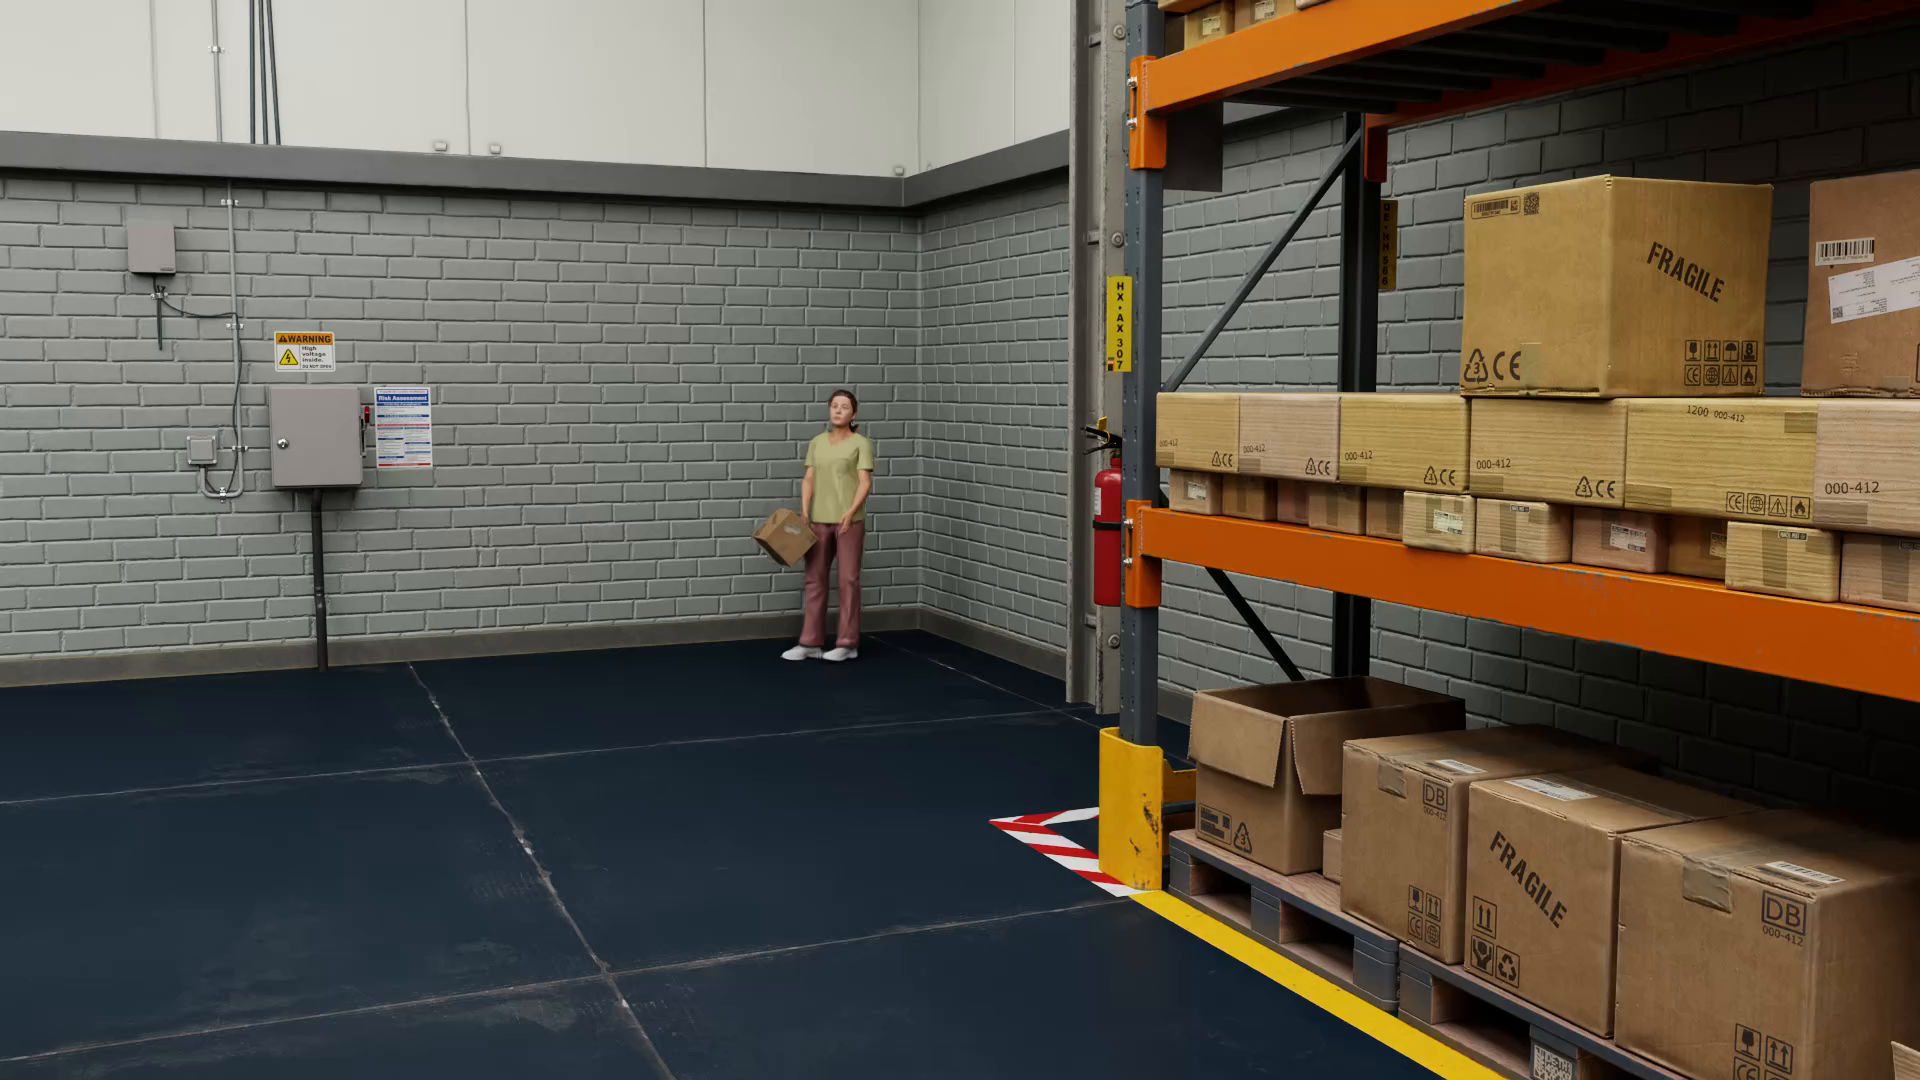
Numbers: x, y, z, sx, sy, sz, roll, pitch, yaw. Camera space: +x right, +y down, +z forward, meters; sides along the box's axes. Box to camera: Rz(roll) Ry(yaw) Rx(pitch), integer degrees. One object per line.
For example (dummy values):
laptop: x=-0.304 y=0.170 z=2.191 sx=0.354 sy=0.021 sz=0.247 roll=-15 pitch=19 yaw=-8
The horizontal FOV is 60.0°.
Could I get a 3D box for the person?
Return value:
person: x=-0.806 y=-0.094 z=10.334 sx=0.530 sy=1.682 sz=0.466 roll=1 pitch=6 yaw=15
